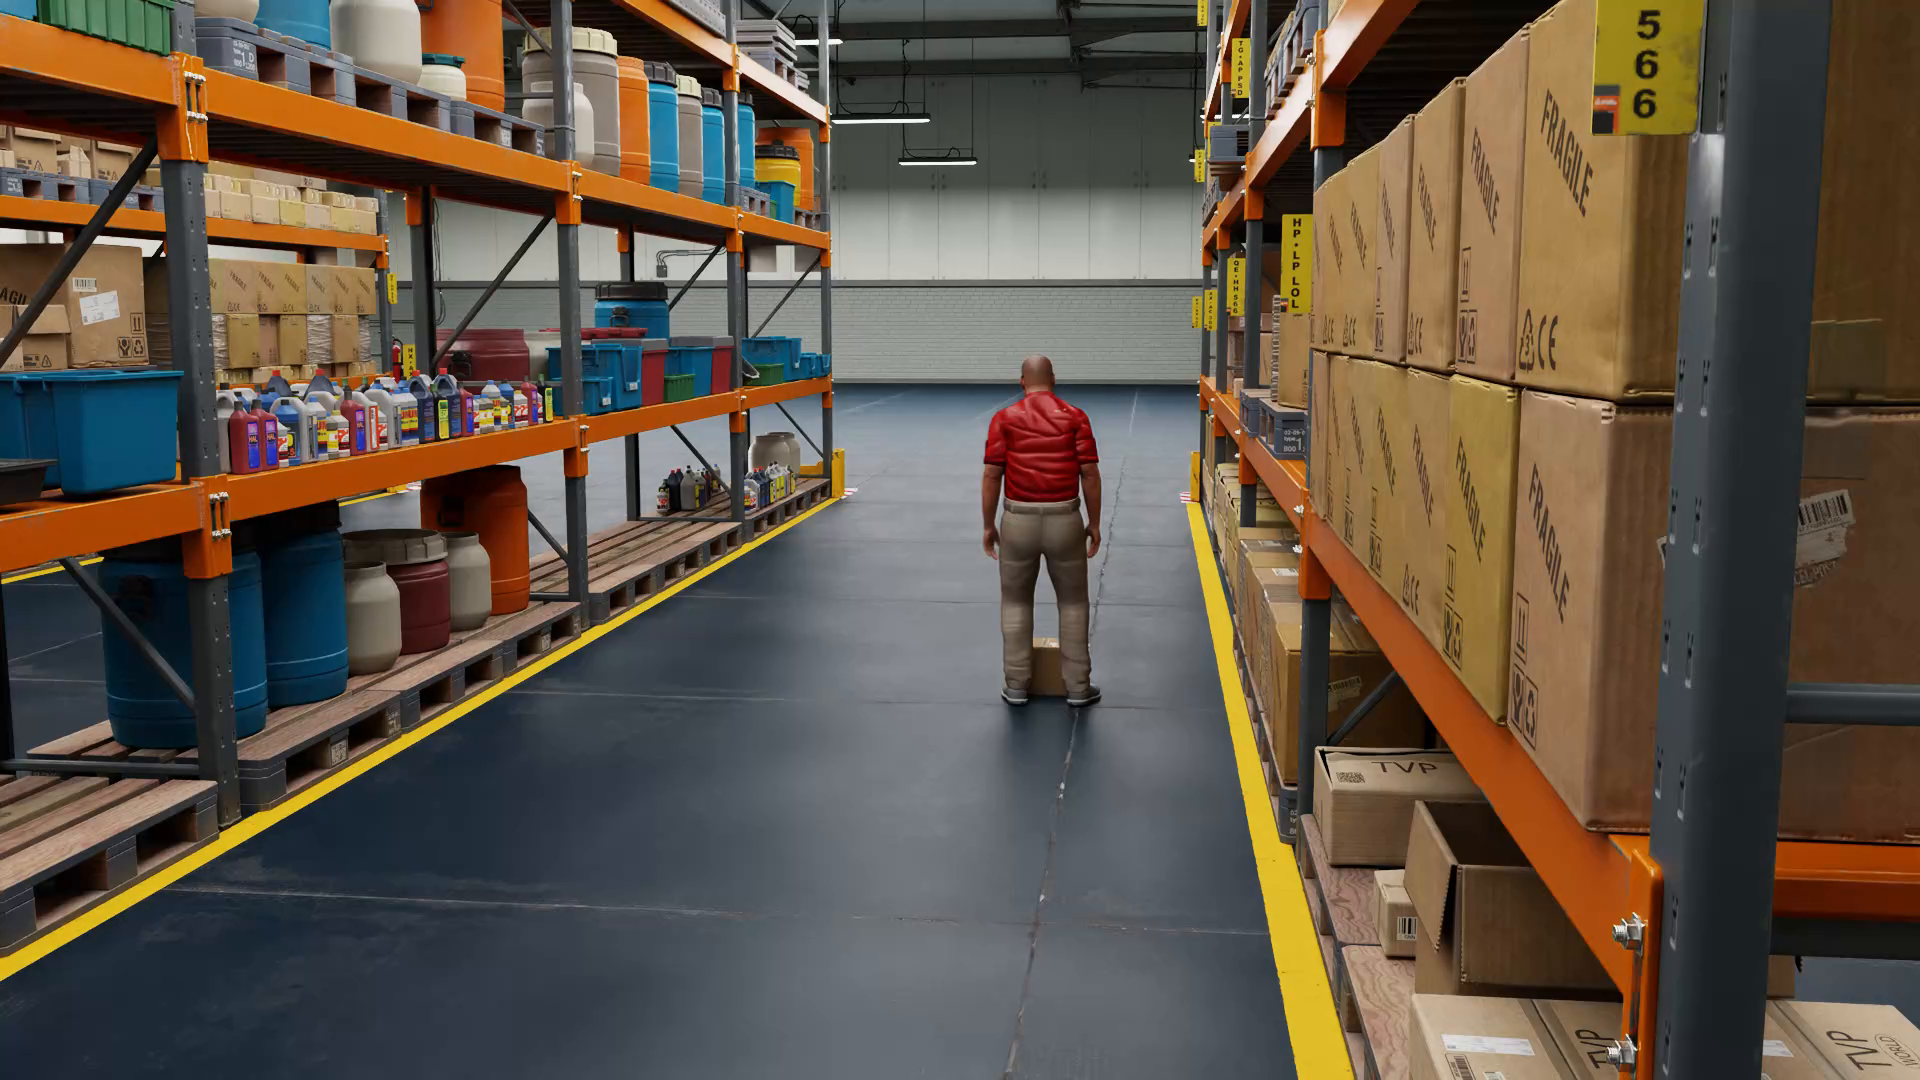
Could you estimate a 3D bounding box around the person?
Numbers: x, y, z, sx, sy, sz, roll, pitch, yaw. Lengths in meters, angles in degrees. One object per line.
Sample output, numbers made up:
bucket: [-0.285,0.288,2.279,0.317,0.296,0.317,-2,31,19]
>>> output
person: [0.408,-0.049,8.213,0.604,1.726,0.394,0,8,3]
